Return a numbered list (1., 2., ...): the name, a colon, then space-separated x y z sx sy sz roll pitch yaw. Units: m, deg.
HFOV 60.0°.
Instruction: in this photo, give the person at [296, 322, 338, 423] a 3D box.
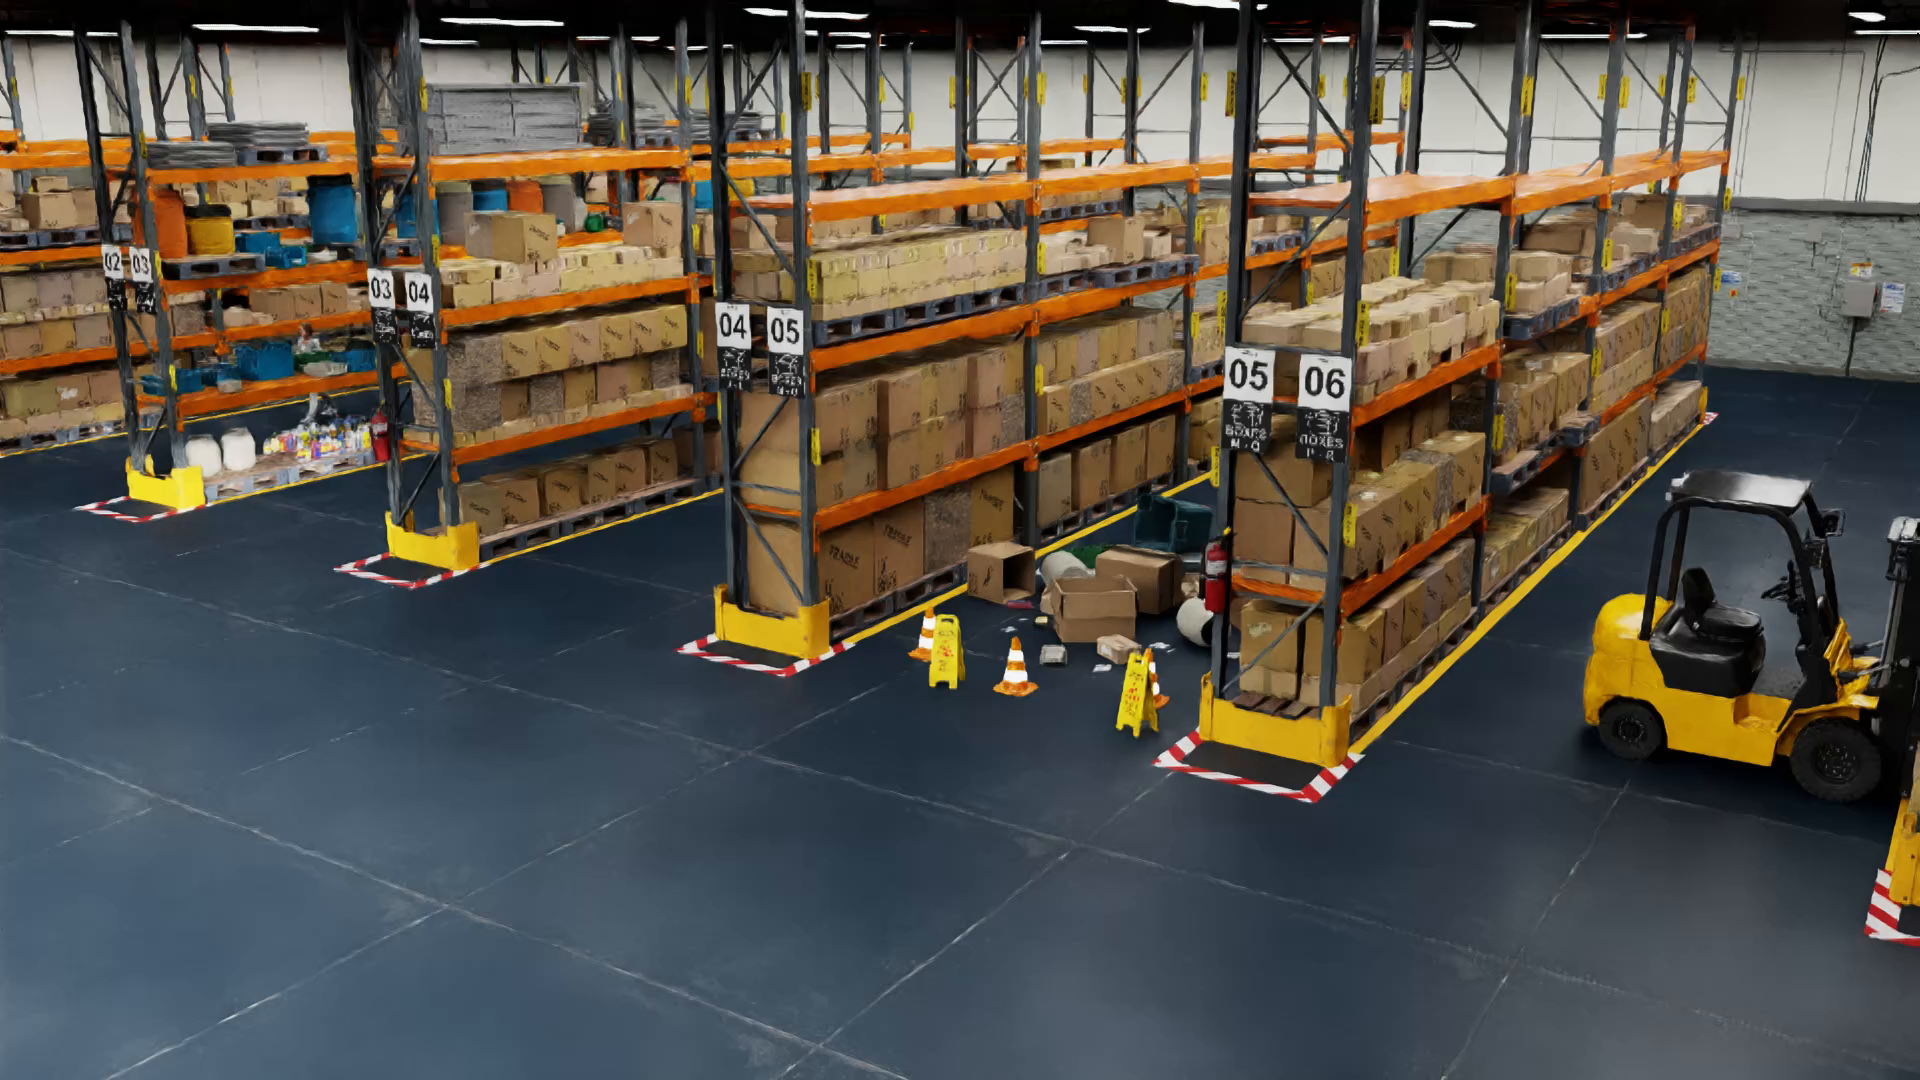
1. person: -10.014 -2.615 25.708 0.411 1.534 0.956 7 17 23
